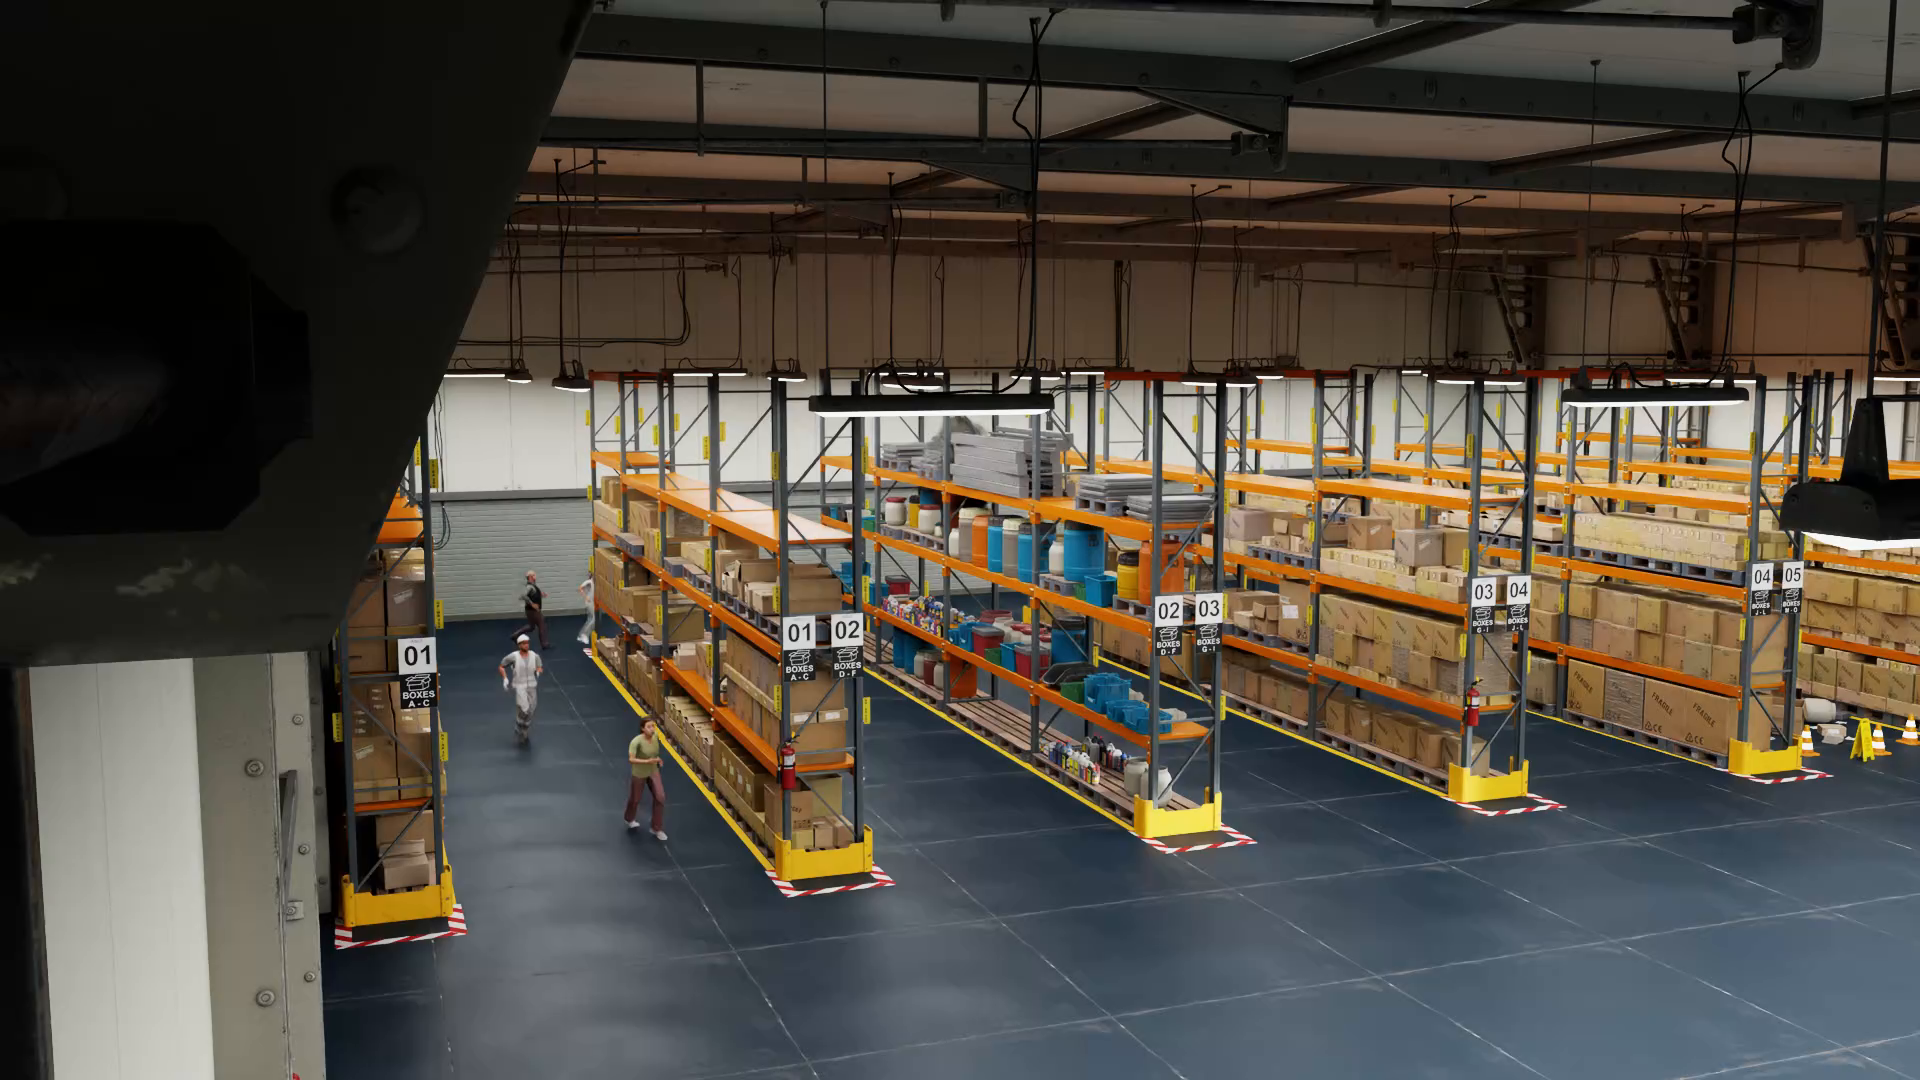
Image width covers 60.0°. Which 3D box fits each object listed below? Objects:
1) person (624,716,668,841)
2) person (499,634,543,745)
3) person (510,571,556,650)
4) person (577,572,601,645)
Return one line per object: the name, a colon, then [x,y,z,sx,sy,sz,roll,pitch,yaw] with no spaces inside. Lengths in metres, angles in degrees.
person: [-4.154,3.088,21.844,0.574,1.640,0.939,-5,8,-36]
person: [-7.075,2.427,27.035,0.649,1.782,0.694,-5,8,-36]
person: [-9.143,1.504,35.549,0.944,1.699,0.661,-2,7,-19]
person: [-8.077,1.450,36.574,0.616,1.634,0.631,2,7,19]
